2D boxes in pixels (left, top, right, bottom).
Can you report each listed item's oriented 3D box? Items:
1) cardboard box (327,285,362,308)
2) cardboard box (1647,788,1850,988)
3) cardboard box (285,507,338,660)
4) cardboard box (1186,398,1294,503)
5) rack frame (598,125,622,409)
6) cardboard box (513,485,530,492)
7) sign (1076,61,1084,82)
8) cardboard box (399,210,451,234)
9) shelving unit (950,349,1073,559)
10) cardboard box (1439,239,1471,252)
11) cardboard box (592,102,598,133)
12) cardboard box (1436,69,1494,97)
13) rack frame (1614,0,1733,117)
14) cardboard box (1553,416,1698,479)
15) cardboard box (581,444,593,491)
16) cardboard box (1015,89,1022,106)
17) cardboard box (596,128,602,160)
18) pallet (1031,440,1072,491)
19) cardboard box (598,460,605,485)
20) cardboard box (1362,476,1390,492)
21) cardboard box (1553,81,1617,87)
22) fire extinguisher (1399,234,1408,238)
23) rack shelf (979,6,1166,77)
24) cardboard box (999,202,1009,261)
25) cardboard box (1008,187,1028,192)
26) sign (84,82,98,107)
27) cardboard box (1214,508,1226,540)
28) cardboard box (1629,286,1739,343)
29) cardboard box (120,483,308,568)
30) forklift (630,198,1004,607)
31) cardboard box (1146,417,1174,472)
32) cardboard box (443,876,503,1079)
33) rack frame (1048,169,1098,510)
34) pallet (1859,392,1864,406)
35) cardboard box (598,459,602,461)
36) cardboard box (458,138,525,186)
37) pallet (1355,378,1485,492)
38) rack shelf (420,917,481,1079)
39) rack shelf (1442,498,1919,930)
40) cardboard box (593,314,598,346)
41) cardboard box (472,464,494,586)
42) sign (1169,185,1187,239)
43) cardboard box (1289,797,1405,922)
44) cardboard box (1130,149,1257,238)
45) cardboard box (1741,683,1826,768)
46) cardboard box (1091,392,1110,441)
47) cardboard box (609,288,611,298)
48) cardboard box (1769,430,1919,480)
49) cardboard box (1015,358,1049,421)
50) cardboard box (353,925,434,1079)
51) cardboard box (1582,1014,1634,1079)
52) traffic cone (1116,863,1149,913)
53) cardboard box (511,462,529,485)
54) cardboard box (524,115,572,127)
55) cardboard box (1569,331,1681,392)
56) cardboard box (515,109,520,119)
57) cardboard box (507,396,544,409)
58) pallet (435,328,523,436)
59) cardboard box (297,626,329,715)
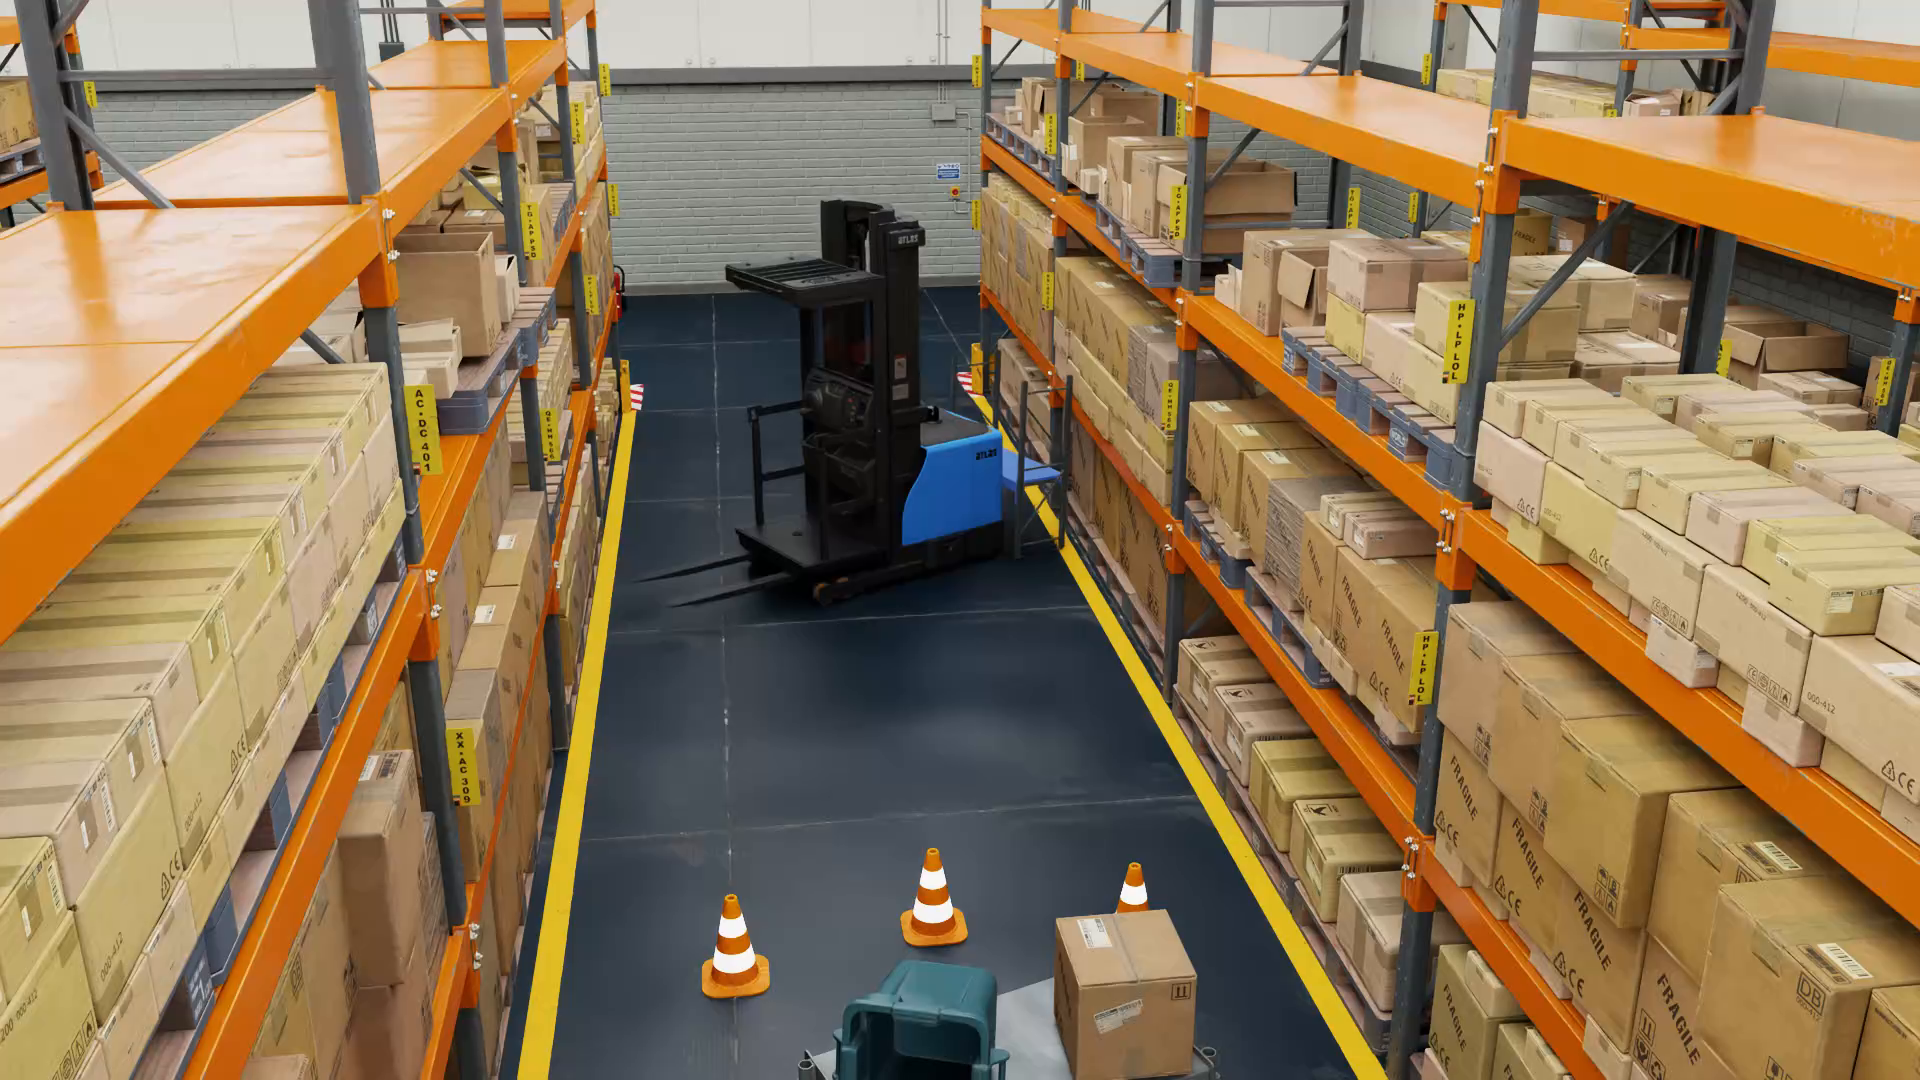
[{"bbox_3d":[-2.969,-1.050,7.838,0.500,0.311,0.500,-3,21,-9],"label":"cardboard box"},{"bbox_3d":[2.570,1.082,5.035,0.700,0.500,0.500,-3,21,-8],"label":"cardboard box"},{"bbox_3d":[-1.958,0.117,4.375,0.500,0.250,0.500,-3,21,-8],"label":"cardboard box"},{"bbox_3d":[1.717,-0.556,10.250,0.500,0.500,0.500,-4,21,-9],"label":"cardboard box"},{"bbox_3d":[-4.156,-2.826,17.495,1.000,3.000,0.127,-3,21,-8],"label":"rack frame"},{"bbox_3d":[-2.867,-0.300,10.492,0.380,0.149,0.250,-3,21,-9],"label":"cardboard box"},{"bbox_3d":[1.267,-4.916,17.652,0.100,0.325,0.005,-3,21,-8],"label":"sign"},{"bbox_3d":[-3.336,-1.693,10.032,0.500,0.500,0.500,-3,21,-8],"label":"cardboard box"},{"bbox_3d":[0.402,-0.744,14.039,0.538,1.500,1.048,-11,23,-32],"label":"shelving unit"},{"bbox_3d":[5.511,-3.086,17.981,0.500,0.250,0.500,-3,21,-7],"label":"cardboard box"},{"bbox_3d":[-3.762,-4.071,16.043,0.500,0.250,0.500,-3,21,-9],"label":"cardboard box"},{"bbox_3d":[5.455,-4.904,17.848,0.500,0.250,0.500,-3,21,-8],"label":"cardboard box"},{"bbox_3d":[6.216,-4.788,14.173,1.000,3.000,0.127,-3,21,-8],"label":"rack frame"},{"bbox_3d":[2.276,-0.311,5.694,0.380,0.149,0.250,-4,21,-10],"label":"cardboard box"},{"bbox_3d":[-3.221,-0.573,13.364,0.500,0.250,0.500,-3,21,-9],"label":"cardboard box"},{"bbox_3d":[0.882,-4.538,17.263,0.500,0.250,0.500,-5,21,-13],"label":"cardboard box"},{"bbox_3d":[-3.747,-3.840,16.139,0.500,0.250,0.500,-3,21,-8],"label":"cardboard box"},{"bbox_3d":[1.273,-0.687,15.753,1.003,0.211,1.213,-3,21,-8],"label":"pallet"},{"bbox_3d":[-3.315,-0.583,14.540,0.380,0.149,0.250,-2,21,-5],"label":"cardboard box"},{"bbox_3d":[2.459,-0.038,8.863,0.500,0.500,0.500,-4,21,-10],"label":"cardboard box"},{"bbox_3d":[6.184,-4.398,16.493,0.500,0.250,0.500,-3,21,-8],"label":"cardboard box"},{"bbox_3d":[5.161,-3.179,19.084,0.296,0.674,0.183,-3,21,-8],"label":"fire extinguisher"},{"bbox_3d":[1.016,-4.704,15.550,1.077,0.370,4.000,-3,21,-8],"label":"rack shelf"},{"bbox_3d":[0.679,-3.089,16.627,0.500,0.500,0.500,-3,21,-8],"label":"cardboard box"},{"bbox_3d":[0.683,-3.431,16.617,0.380,0.149,0.250,-3,21,-7],"label":"cardboard box"},{"bbox_3d":[-8.539,-4.416,16.314,0.100,0.325,0.005,-3,21,-8],"label":"sign"},{"bbox_3d":[1.746,-0.101,9.959,0.380,0.149,0.250,-4,21,-11],"label":"cardboard box"},{"bbox_3d":[6.139,-1.863,14.173,0.700,0.500,0.500,-3,21,-7],"label":"cardboard box"},{"bbox_3d":[-1.876,-0.028,4.194,0.380,0.149,0.250,-3,21,-8],"label":"cardboard box"},{"bbox_3d":[-1.122,-1.082,12.924,3.031,2.935,1.130,-15,25,-34],"label":"forklift"},{"bbox_3d":[1.560,-0.660,11.195,0.500,0.250,0.500,-3,21,-8],"label":"cardboard box"},{"bbox_3d":[-2.604,1.976,7.255,1.050,0.750,0.750,-3,21,-8],"label":"cardboard box"},{"bbox_3d":[1.305,-1.726,14.549,1.000,3.000,0.127,-3,21,-8],"label":"rack frame"},{"bbox_3d":[6.508,-1.176,13.351,1.003,0.211,1.213,-3,21,-8],"label":"pallet"},{"bbox_3d":[-3.439,-0.620,15.064,0.380,0.149,0.250,-3,21,-8],"label":"cardboard box"},{"bbox_3d":[-3.486,-2.550,11.721,0.797,0.503,0.637,-3,21,-8],"label":"cardboard box"},{"bbox_3d":[2.474,-0.492,7.228,1.213,0.211,1.003,-3,21,-8],"label":"pallet"},{"bbox_3d":[-2.137,2.358,4.643,1.077,0.370,4.000,-3,21,-8],"label":"rack shelf"},{"bbox_3d":[2.746,0.668,4.880,1.077,0.370,4.000,-3,21,-8],"label":"rack shelf"},{"bbox_3d":[-3.479,-1.982,14.669,0.500,0.500,0.500,-3,21,-8],"label":"cardboard box"},{"bbox_3d":[-2.797,-0.063,8.525,0.700,0.500,0.500,-3,21,-9],"label":"cardboard box"},{"bbox_3d":[1.331,-2.000,10.145,0.100,0.325,0.005,-3,21,-8],"label":"sign"},{"bbox_3d":[2.273,1.648,8.671,0.950,0.372,0.625,-2,21,-4],"label":"cardboard box"},{"bbox_3d":[1.551,-2.323,11.118,0.700,0.500,0.500,-4,21,-10],"label":"cardboard box"},{"bbox_3d":[2.441,0.503,4.655,0.380,0.149,0.250,-3,21,-8],"label":"cardboard box"},{"bbox_3d":[1.304,-0.959,12.711,0.500,0.250,0.500,-3,21,-9],"label":"cardboard box"},{"bbox_3d":[-3.829,-2.610,17.275,0.380,0.149,0.250,-3,21,-8],"label":"cardboard box"},{"bbox_3d":[2.949,-0.254,5.542,0.380,0.149,0.250,-2,21,-6],"label":"cardboard box"},{"bbox_3d":[1.063,-1.567,17.187,0.875,0.438,0.875,-2,21,-6],"label":"cardboard box"},{"bbox_3d":[-2.259,1.575,5.498,0.875,0.550,0.550,-3,21,-8],"label":"cardboard box"},{"bbox_3d":[2.361,1.731,5.655,0.380,0.149,0.250,-3,21,-7],"label":"cardboard box"},{"bbox_3d":[0.894,1.874,8.538,0.336,0.463,0.334,-3,21,-8],"label":"traffic cone"},{"bbox_3d":[-2.873,-0.452,10.473,0.380,0.149,0.250,-2,21,-5],"label":"cardboard box"},{"bbox_3d":[-3.388,-3.406,13.691,0.380,0.149,0.250,-4,21,-10],"label":"cardboard box"},{"bbox_3d":[2.771,-0.710,7.157,0.500,0.250,0.500,-3,21,-9],"label":"cardboard box"},{"bbox_3d":[-3.941,-3.562,14.108,0.380,0.149,0.250,-2,21,-6],"label":"cardboard box"},{"bbox_3d":[-2.987,-0.853,11.123,0.380,0.149,0.250,-4,21,-10],"label":"cardboard box"},{"bbox_3d":[-2.693,-0.766,7.961,1.003,0.211,1.213,-2,21,-5],"label":"pallet"},{"bbox_3d":[-1.872,0.349,4.324,0.380,0.149,0.250,-3,21,-8],"label":"cardboard box"}]
